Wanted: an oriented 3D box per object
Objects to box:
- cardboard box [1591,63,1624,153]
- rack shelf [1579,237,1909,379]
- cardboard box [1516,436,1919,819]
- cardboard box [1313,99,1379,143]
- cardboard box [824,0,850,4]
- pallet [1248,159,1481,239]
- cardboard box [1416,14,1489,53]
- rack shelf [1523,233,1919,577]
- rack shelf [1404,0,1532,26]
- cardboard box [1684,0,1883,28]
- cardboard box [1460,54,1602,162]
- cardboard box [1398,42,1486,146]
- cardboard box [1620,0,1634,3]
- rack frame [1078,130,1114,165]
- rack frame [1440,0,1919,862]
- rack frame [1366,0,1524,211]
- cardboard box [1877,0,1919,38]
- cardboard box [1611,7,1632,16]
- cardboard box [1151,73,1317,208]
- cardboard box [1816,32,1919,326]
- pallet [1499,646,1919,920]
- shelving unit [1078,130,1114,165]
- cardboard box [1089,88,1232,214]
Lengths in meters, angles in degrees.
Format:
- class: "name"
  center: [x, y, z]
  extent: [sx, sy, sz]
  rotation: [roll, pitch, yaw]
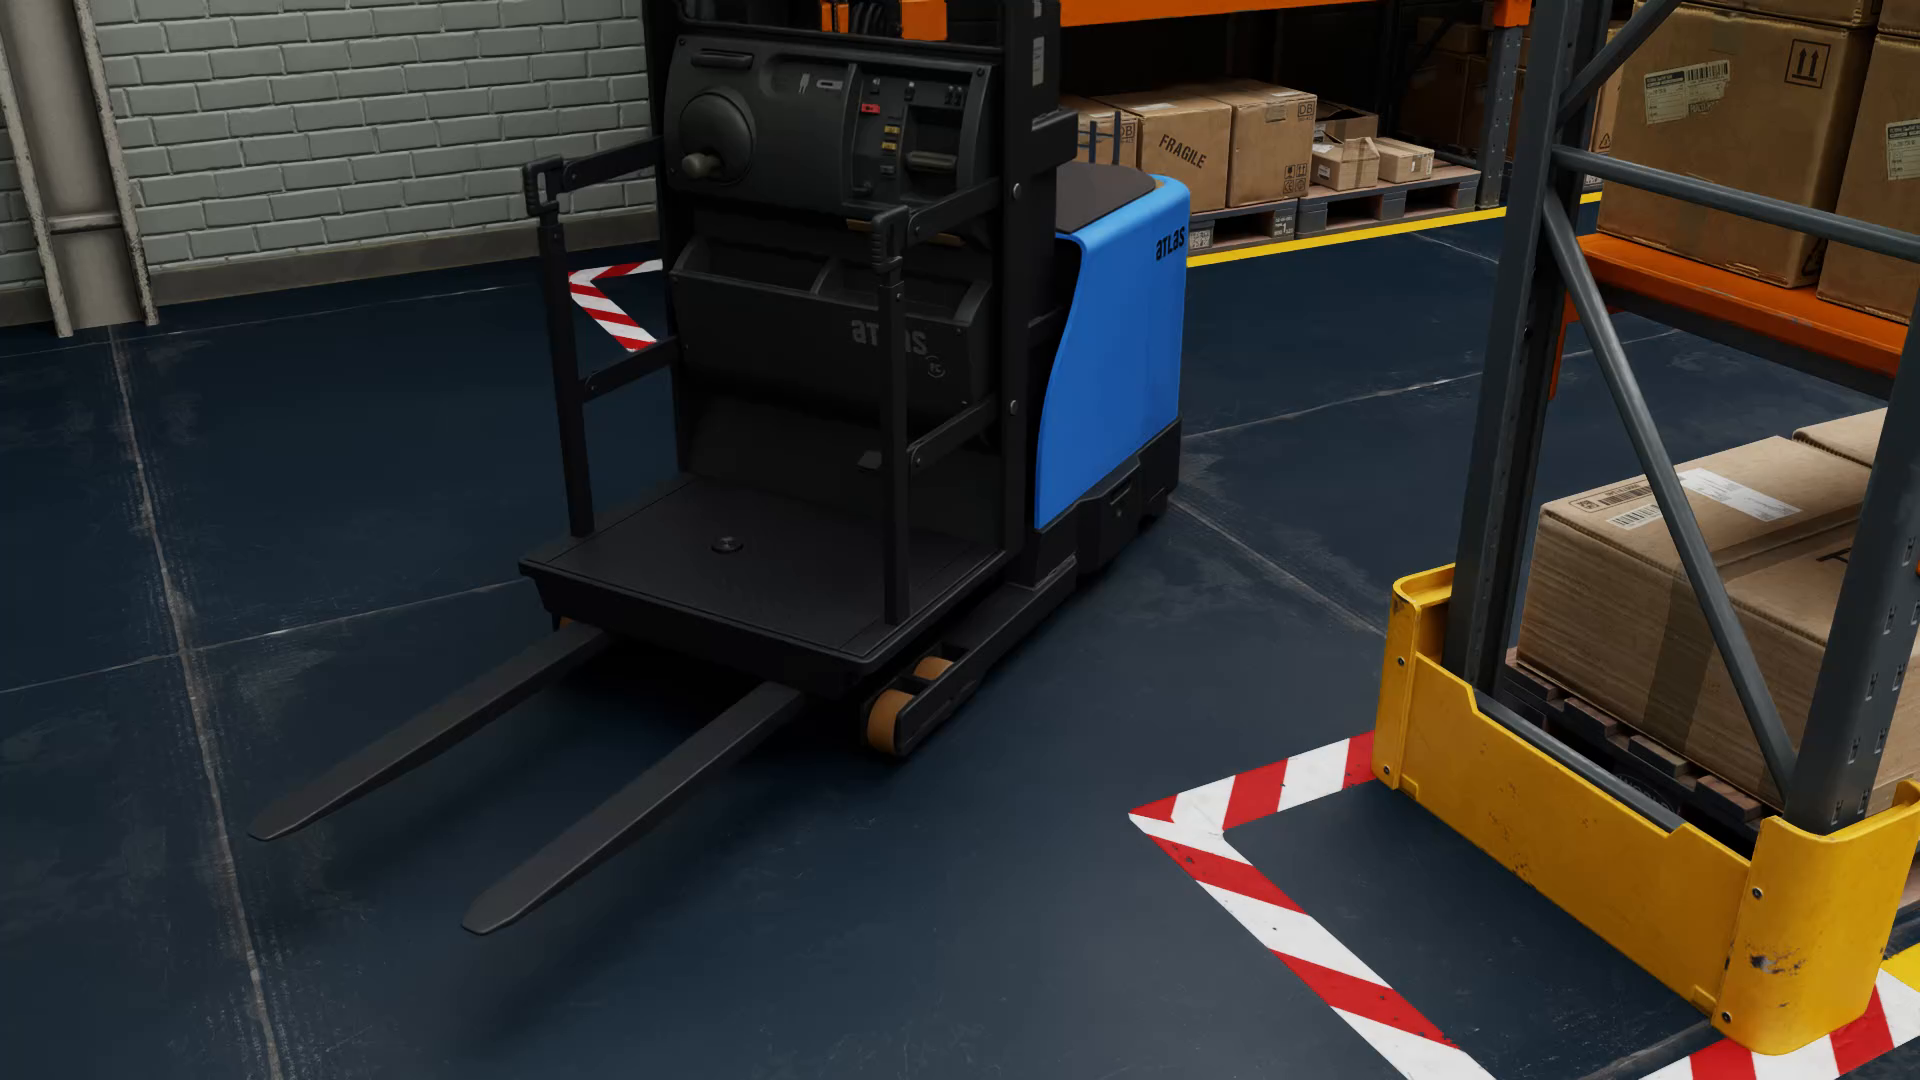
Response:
- class: "cardboard box"
  center: [3.620, -2.513, 9.421]
  extent: [0.500, 0.500, 0.500]
  rotation: [-13, 29, -26]
- class: "rack shelf"
  center: [4.405, -1.986, 1.057]
  extent: [3.910, 4.714, 5.869]
  rotation: [-13, 29, -25]
- class: "cardboard box"
  center: [1.967, 0.177, 3.890]
  extent: [0.875, 0.438, 0.875]
  rotation: [-14, 29, -27]
- class: "cardboard box"
  center: [1.928, -2.258, 9.109]
  extent: [0.500, 0.311, 0.500]
  rotation: [-12, 28, -23]
- class: "cardboard box"
  center: [-0.488, -2.360, 6.989]
  extent: [0.250, 0.149, 0.380]
  rotation: [-13, 29, -25]
- class: "pallet"
  center: [2.016, -1.929, 9.024]
  extent: [1.213, 0.211, 1.003]
  rotation: [-13, 29, -25]
- class: "cardboard box"
  center: [2.811, -2.865, 9.406]
  extent: [0.250, 0.149, 0.380]
  rotation: [-14, 29, -27]
- class: "rack shelf"
  center: [3.196, -0.699, 4.071]
  extent: [4.000, 0.370, 1.077]
  rotation: [-13, 29, -25]
- class: "rack shelf"
  center: [4.387, -3.408, 9.715]
  extent: [4.000, 0.370, 1.077]
  rotation: [-13, 29, -25]
- class: "cardboard box"
  center: [1.745, -1.301, 3.223]
  extent: [0.500, 0.500, 0.500]
  rotation: [-12, 28, -23]
- class: "cardboard box"
  center: [3.155, -2.400, 9.187]
  extent: [0.500, 0.500, 0.500]
  rotation: [-12, 28, -23]
- class: "cardboard box"
  center: [2.916, -2.601, 9.604]
  extent: [0.500, 0.500, 0.500]
  rotation: [-13, 29, -25]
- class: "cardboard box"
  center: [4.171, -3.185, 10.072]
  extent: [0.265, 0.149, 0.390]
  rotation: [-13, 29, -25]
- class: "rack frame"
  center: [0.413, -0.865, 5.665]
  extent: [0.228, 1.046, 0.002]
  rotation: [14, 29, 27]
- class: "rack frame"
  center: [1.432, -0.616, 3.067]
  extent: [0.127, 3.000, 1.000]
  rotation: [-13, 29, -25]
- class: "rack frame"
  center: [2.622, -3.325, 8.711]
  extent: [0.127, 3.000, 1.000]
  rotation: [-13, 29, -25]
- class: "cardboard box"
  center: [1.989, -1.101, 2.806]
  extent: [0.500, 0.500, 0.500]
  rotation: [-14, 29, -26]
- class: "cardboard box"
  center: [3.733, -3.072, 9.835]
  extent: [0.250, 0.149, 0.380]
  rotation: [-12, 28, -24]
- class: "cardboard box"
  center: [1.365, -2.032, 8.420]
  extent: [0.500, 0.500, 0.700]
  rotation: [-14, 29, -27]
- class: "cardboard box"
  center: [1.990, -0.649, 3.021]
  extent: [0.500, 0.500, 0.500]
  rotation: [-13, 29, -25]
- class: "pallet"
  center: [2.100, 0.449, 4.072]
  extent: [1.213, 0.211, 1.003]
  rotation: [-13, 29, -25]
- class: "shelving unit"
  center: [0.369, -0.831, 5.594]
  extent: [0.258, 1.046, 0.183]
  rotation: [14, 29, 27]
- class: "cardboard box"
  center: [0.963, -1.890, 8.124]
  extent: [0.500, 0.500, 0.500]
  rotation: [-12, 28, -24]
